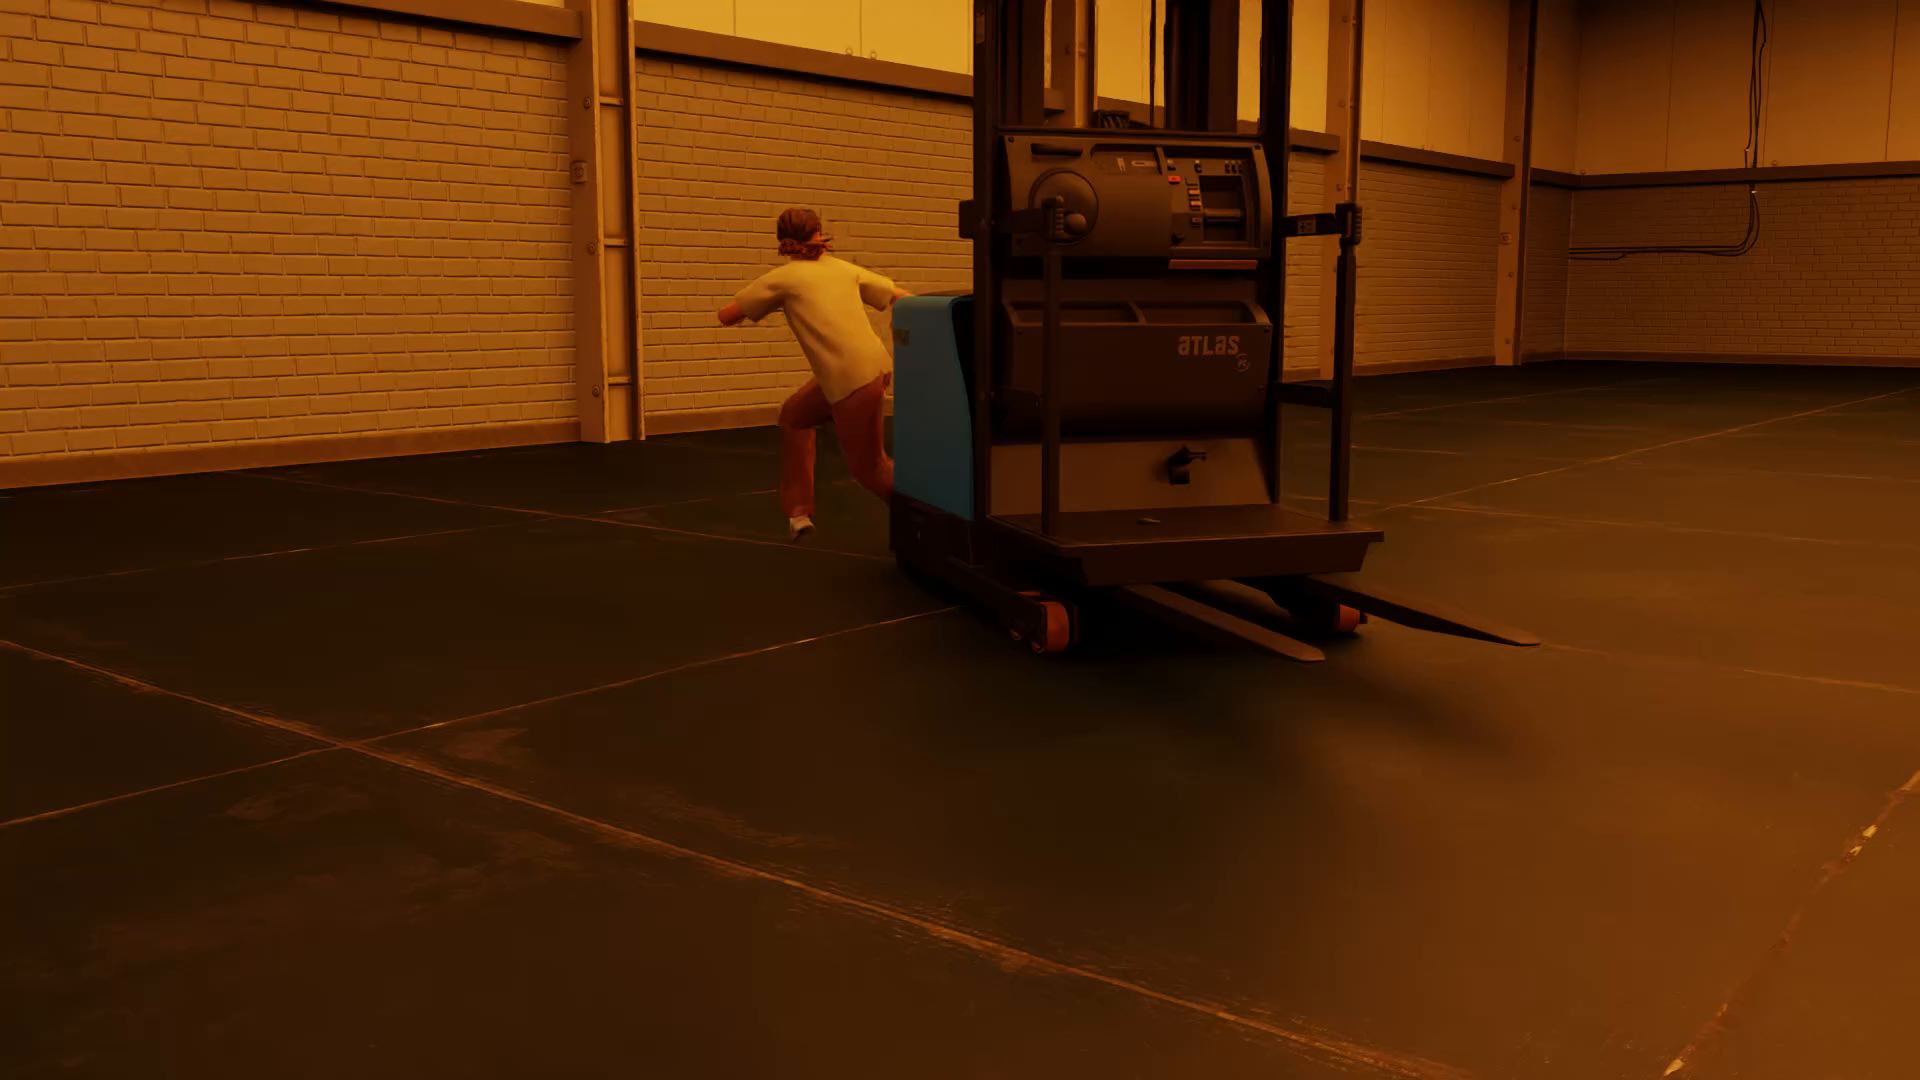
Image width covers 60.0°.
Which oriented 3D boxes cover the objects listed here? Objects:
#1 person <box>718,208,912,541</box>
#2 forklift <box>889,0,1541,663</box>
[{"bbox_3d":[-0.543,-0.678,7.040,0.879,1.422,0.887,6,11,38],"label":"person"},{"bbox_3d":[0.659,-1.168,5.267,1.130,2.935,3.031,-3,9,-18],"label":"forklift"}]
